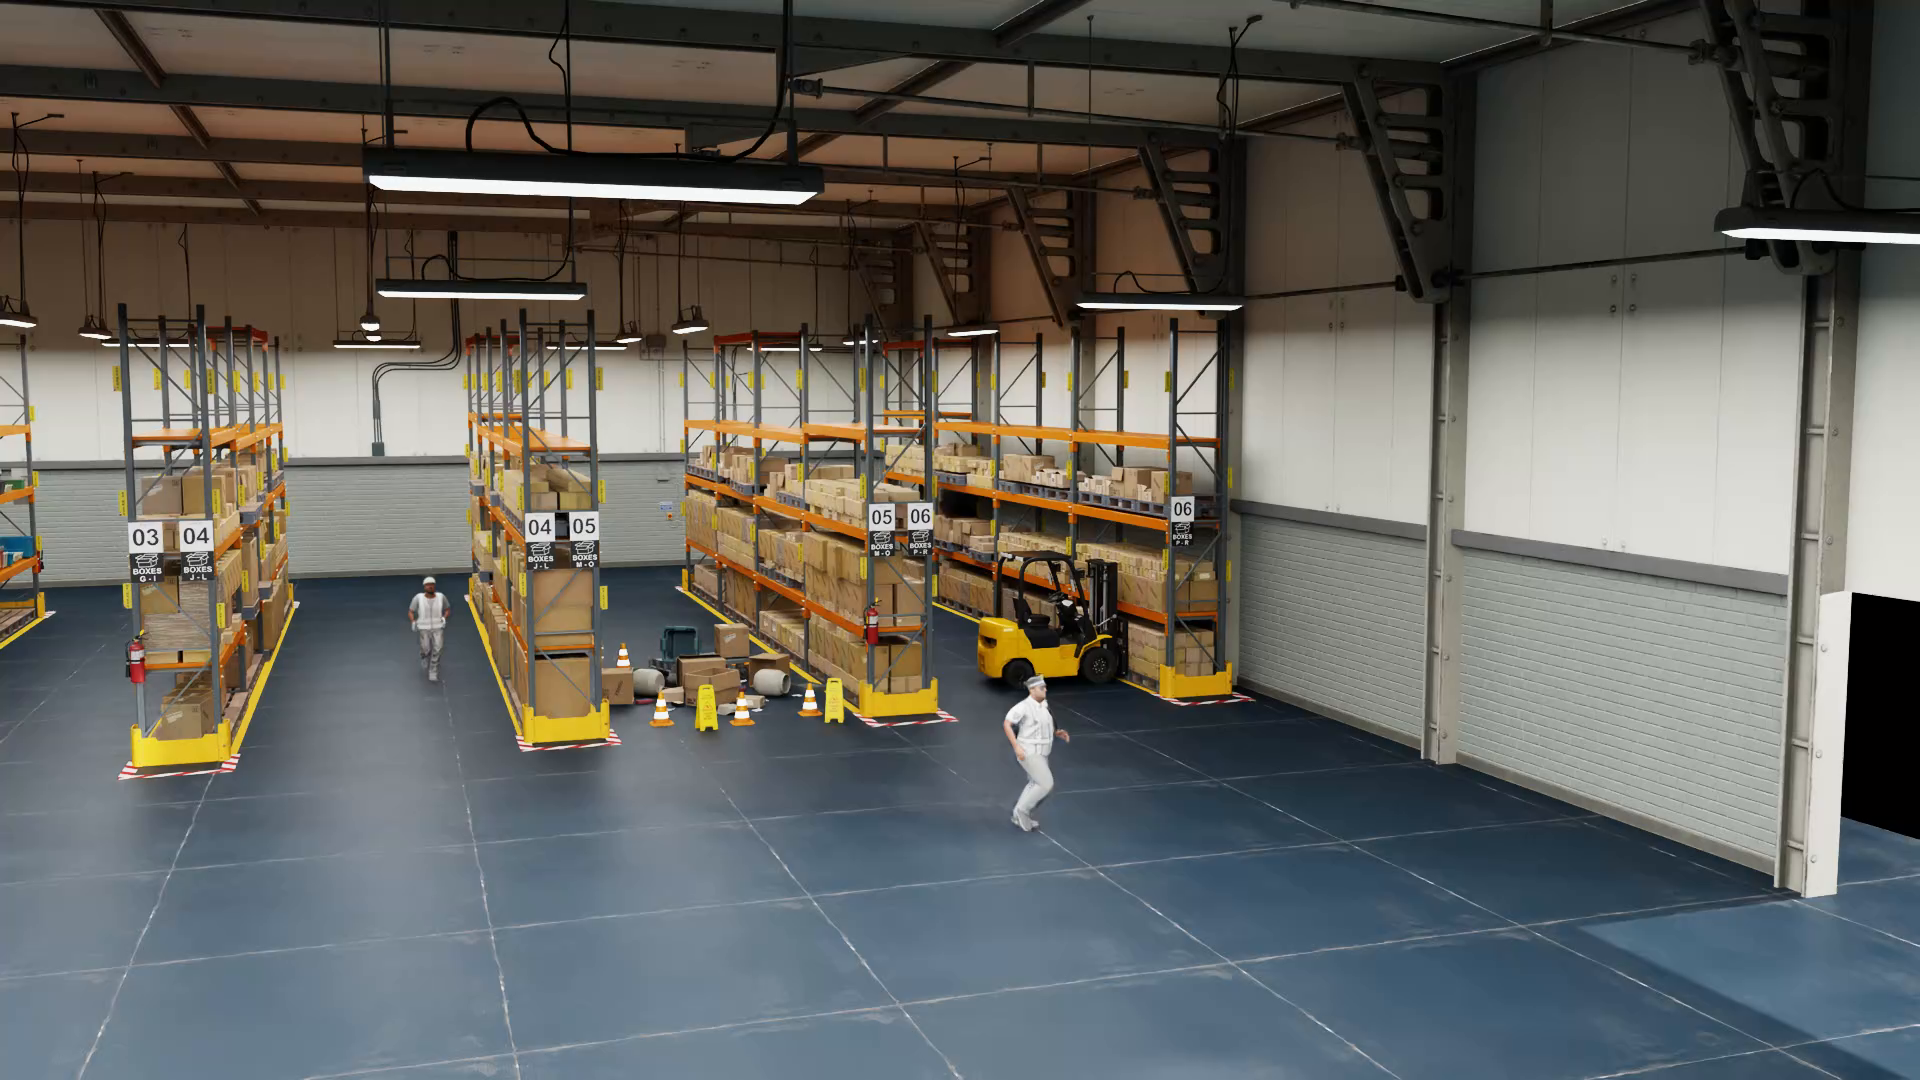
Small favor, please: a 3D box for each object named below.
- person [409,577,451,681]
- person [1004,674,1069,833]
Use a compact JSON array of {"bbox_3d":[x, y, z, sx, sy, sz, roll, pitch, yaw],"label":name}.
[{"bbox_3d":[-8.920,1.485,28.034,0.686,1.735,0.605,-3,6,-25],"label":"person"},{"bbox_3d":[0.883,2.375,18.575,0.643,1.774,0.662,3,6,25],"label":"person"}]
